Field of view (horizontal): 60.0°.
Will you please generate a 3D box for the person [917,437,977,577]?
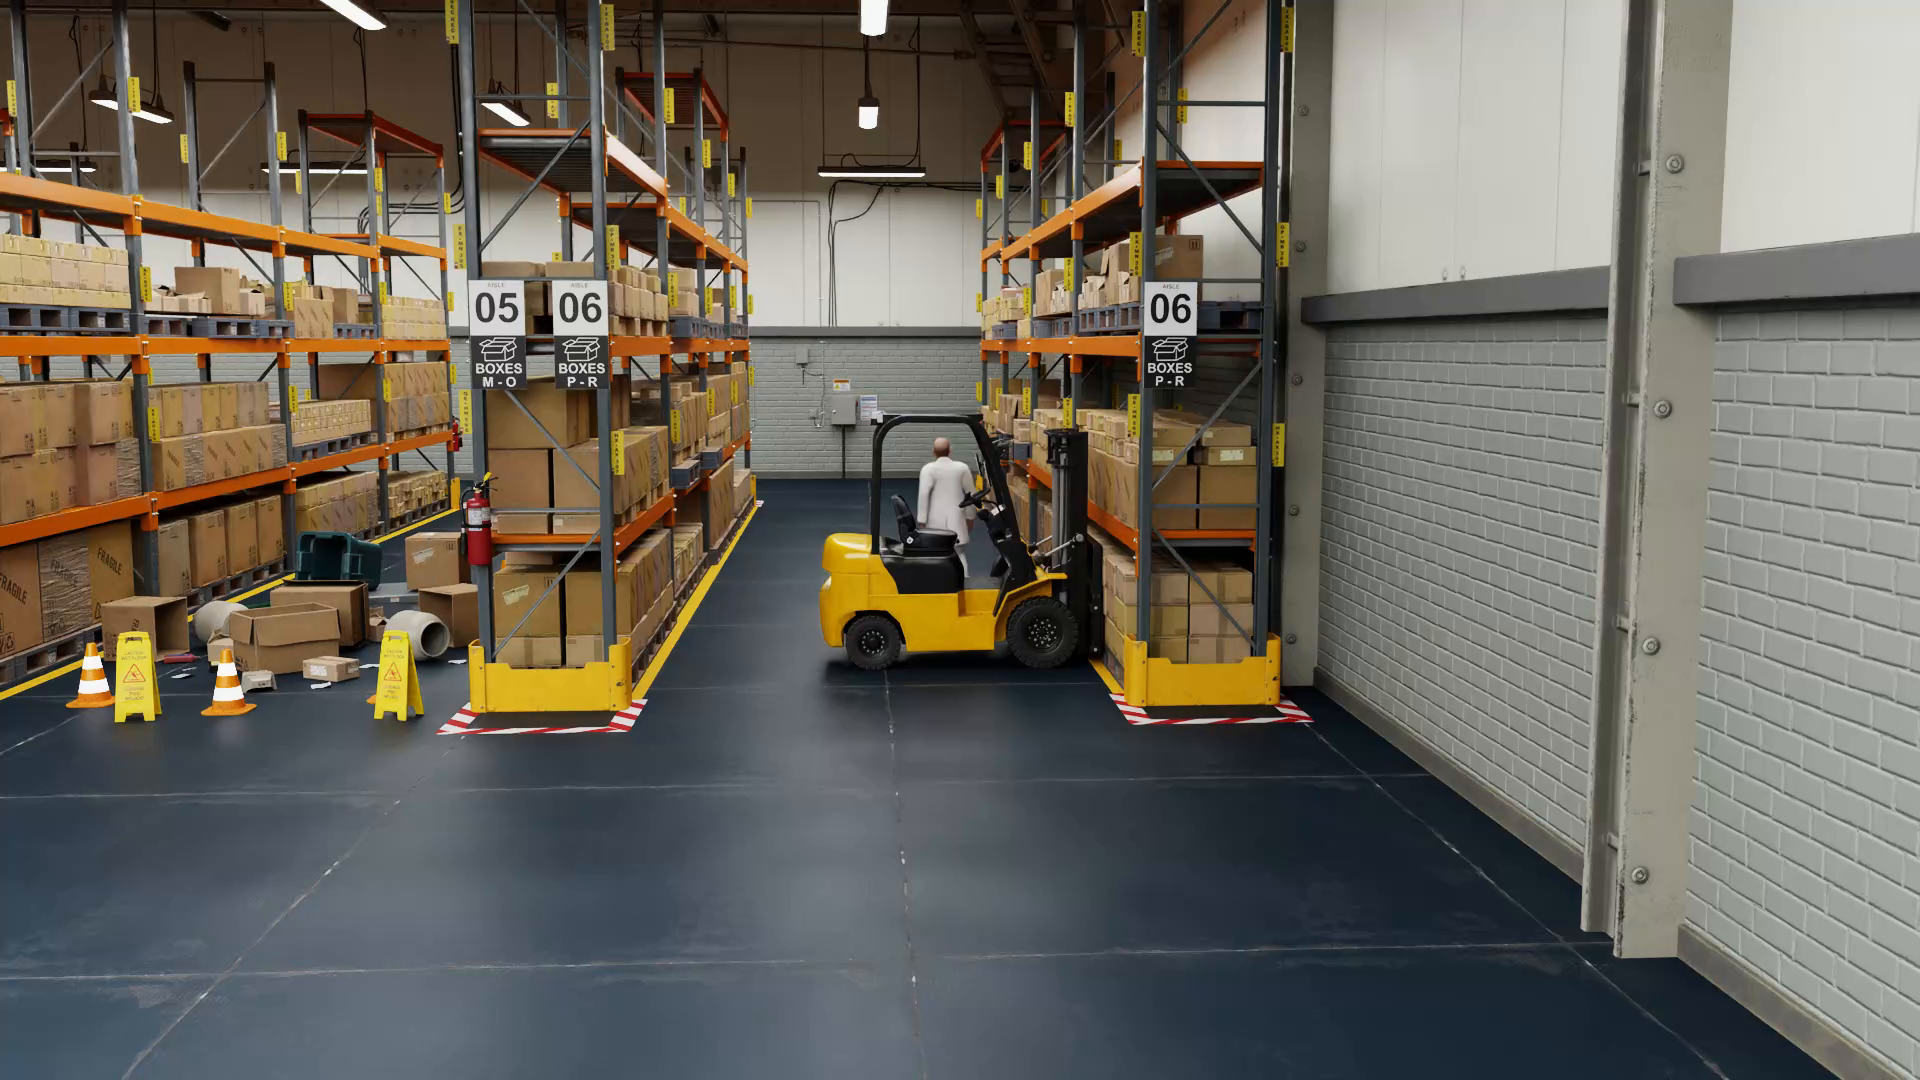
[{"bbox_3d":[-0.119,-0.182,17.265,0.652,1.751,0.770,-1,7,-10],"label":"person"}]
